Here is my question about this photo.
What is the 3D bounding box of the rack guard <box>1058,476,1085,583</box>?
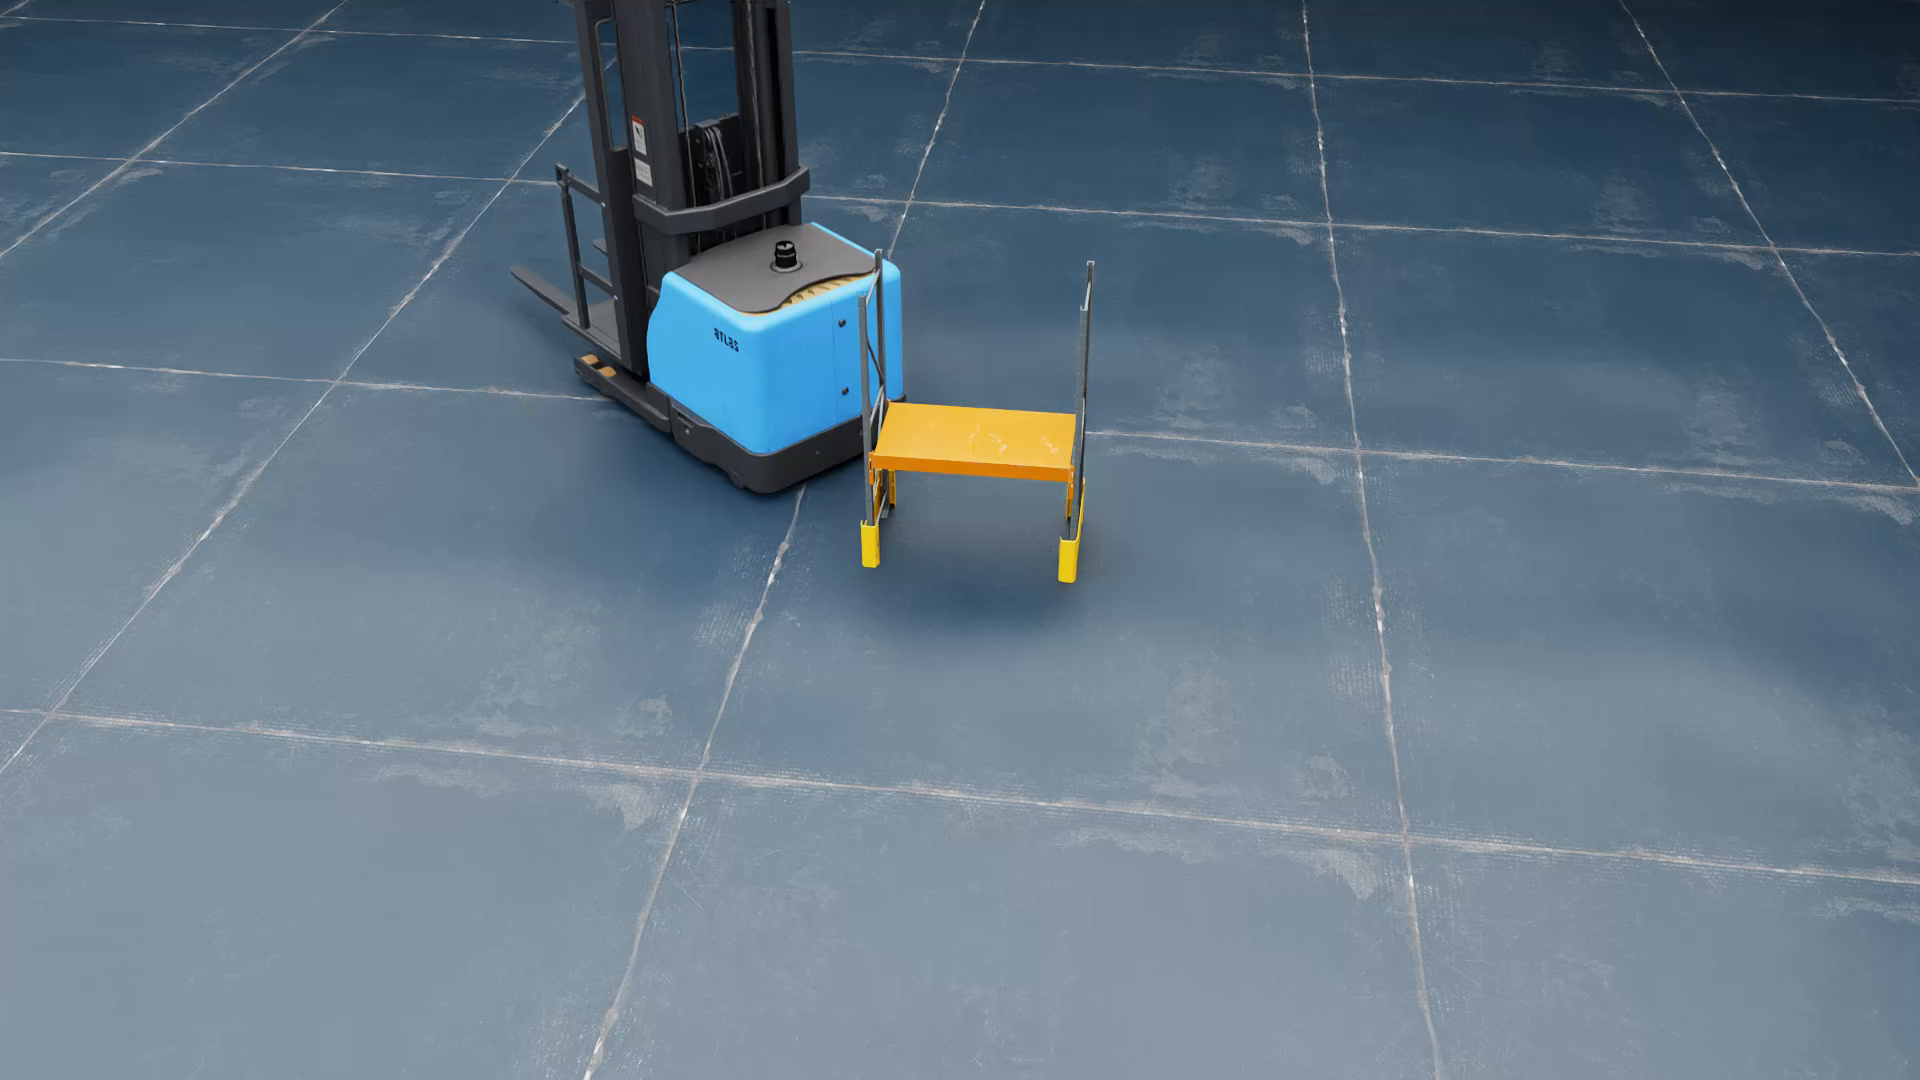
[{"bbox_3d":[0.570,-0.059,8.475,0.087,0.250,0.587,4,36,6],"label":"rack guard"}]

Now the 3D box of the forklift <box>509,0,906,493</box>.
[{"bbox_3d":[-1.646,-2.219,9.193,1.130,2.935,3.031,-27,43,-32],"label":"forklift"}]

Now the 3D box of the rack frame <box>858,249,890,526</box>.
[{"bbox_3d":[-0.420,-0.642,8.215,0.032,1.500,0.500,4,36,6],"label":"rack frame"}]

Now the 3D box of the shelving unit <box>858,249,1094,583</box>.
[{"bbox_3d":[0.076,-0.605,8.163,1.083,1.500,0.587,4,36,6],"label":"shelving unit"}]

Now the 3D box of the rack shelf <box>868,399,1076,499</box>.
[{"bbox_3d":[0.085,-0.458,8.267,1.000,0.185,0.538,4,36,6],"label":"rack shelf"}]

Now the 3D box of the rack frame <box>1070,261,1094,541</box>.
[{"bbox_3d":[0.589,-0.567,8.110,0.032,1.500,0.500,4,36,6],"label":"rack frame"}]

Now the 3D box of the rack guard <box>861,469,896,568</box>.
[{"bbox_3d":[-0.418,-0.133,8.578,0.087,0.250,0.587,4,36,6],"label":"rack guard"}]
